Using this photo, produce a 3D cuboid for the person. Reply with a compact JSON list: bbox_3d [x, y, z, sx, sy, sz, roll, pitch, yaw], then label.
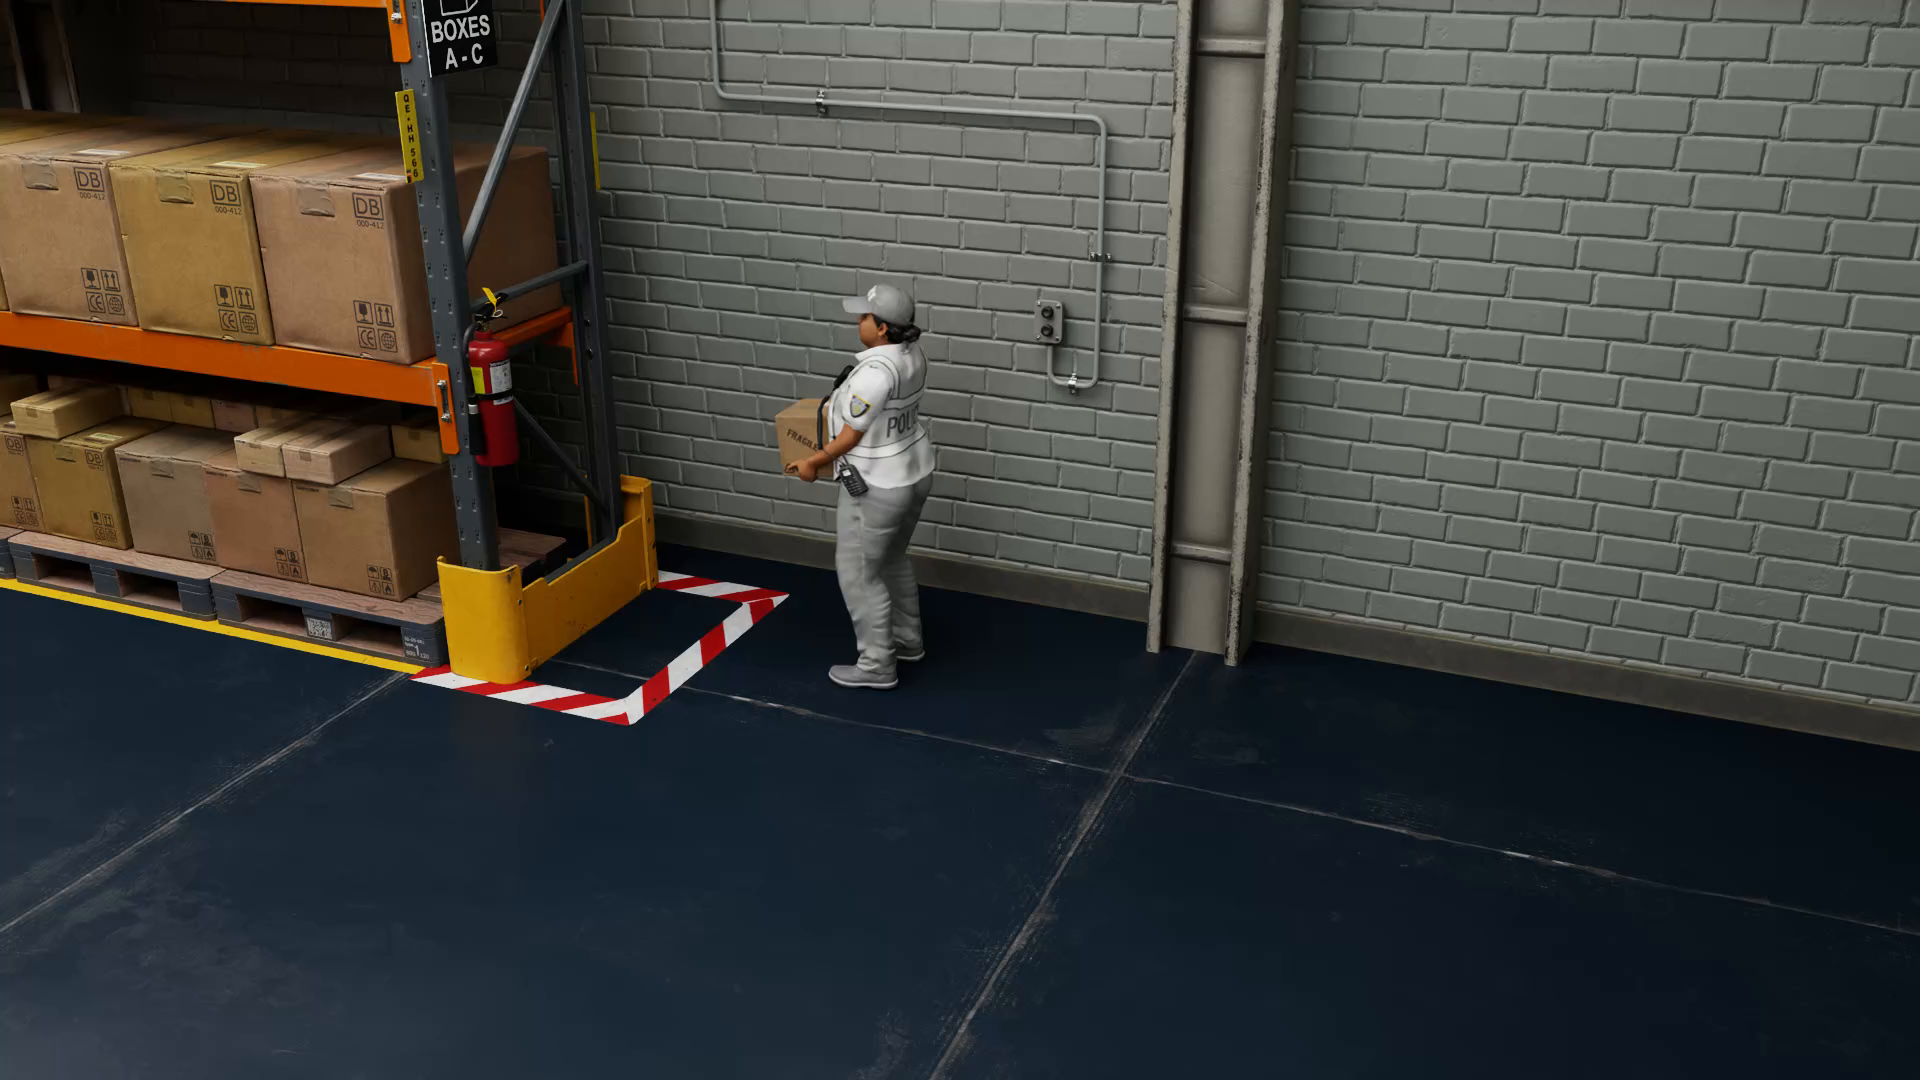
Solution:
[{"bbox_3d":[-0.387,-0.227,6.650,0.541,1.653,0.453,9,24,21],"label":"person"}]
